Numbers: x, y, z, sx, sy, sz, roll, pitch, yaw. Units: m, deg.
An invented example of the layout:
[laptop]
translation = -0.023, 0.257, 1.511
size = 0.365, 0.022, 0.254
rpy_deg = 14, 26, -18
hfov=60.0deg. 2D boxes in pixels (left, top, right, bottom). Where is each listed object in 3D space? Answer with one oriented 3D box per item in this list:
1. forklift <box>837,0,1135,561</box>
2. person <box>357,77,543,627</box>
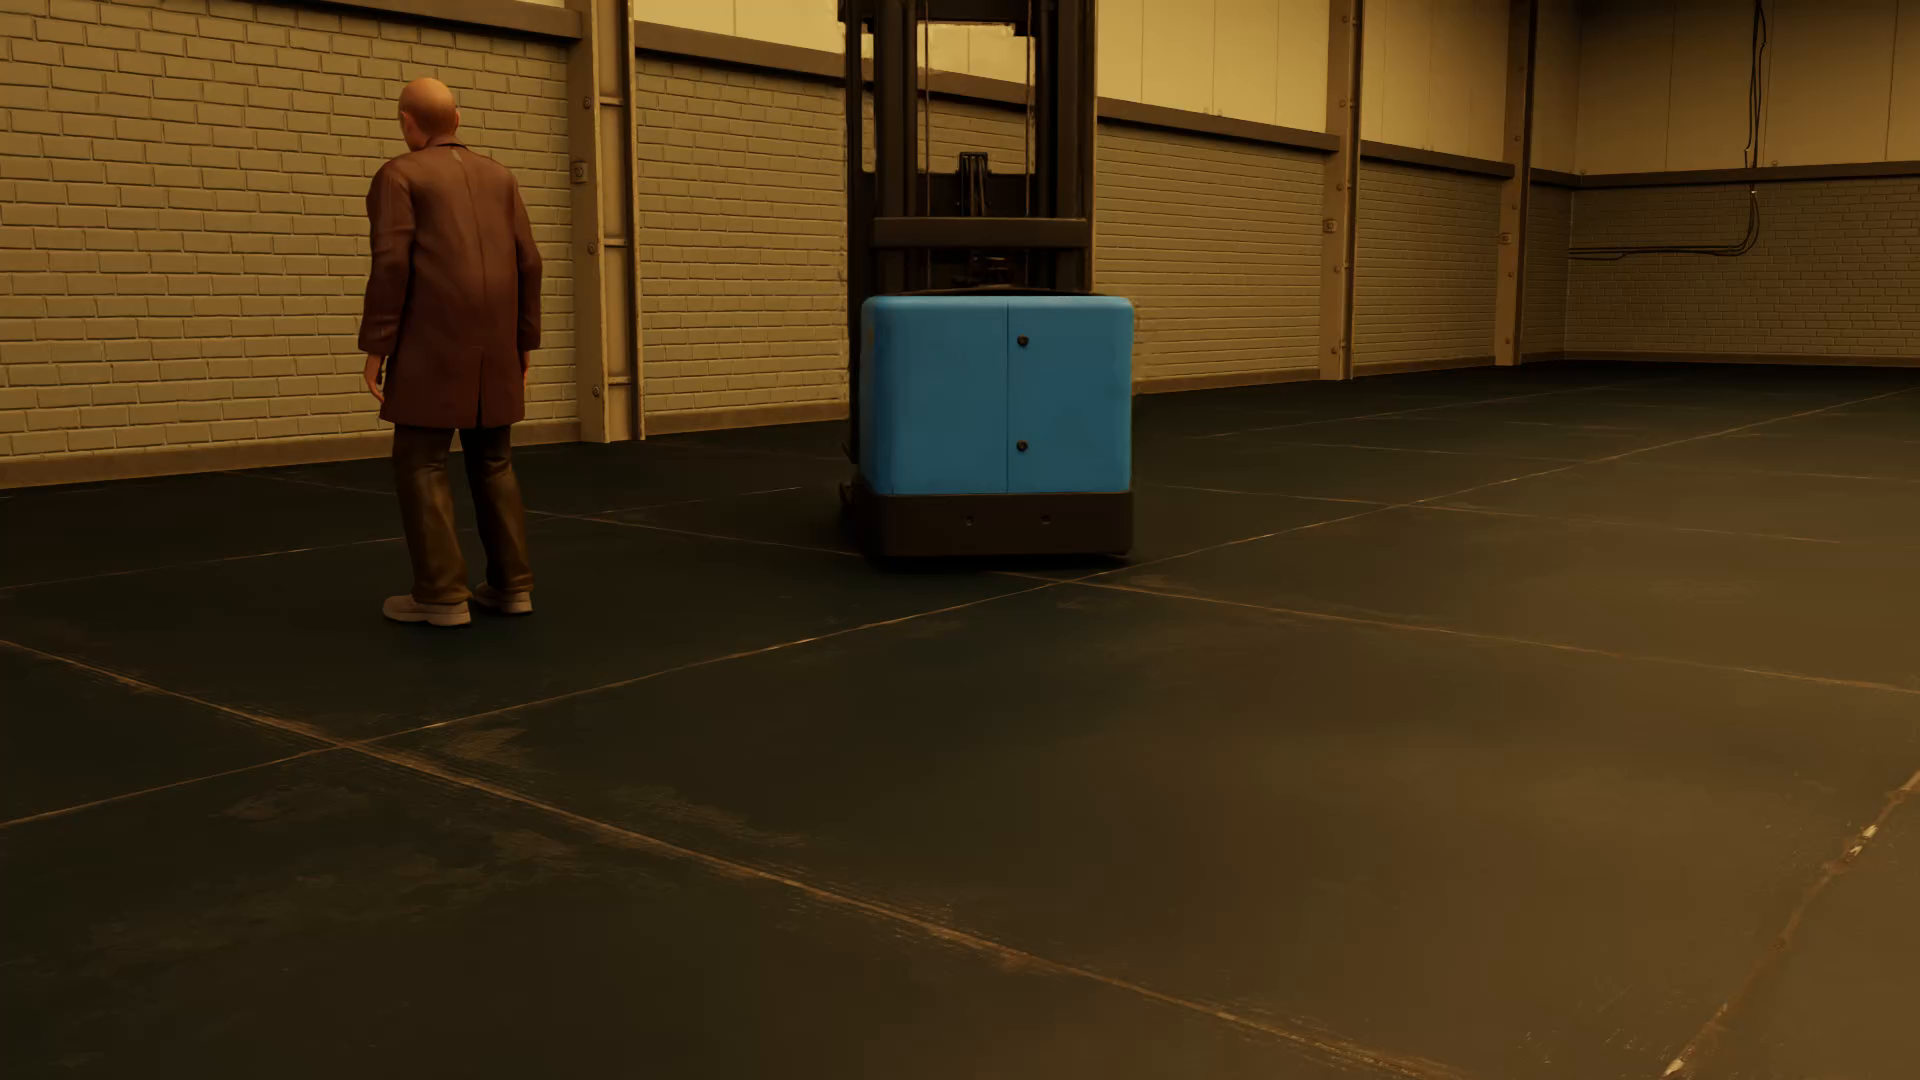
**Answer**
[forklift]
translation = 0.002, -1.539, 7.797
size = 1.130, 2.935, 3.031
rpy_deg = -1, 8, -7
[person]
translation = -1.684, -0.616, 5.494
size = 0.438, 1.772, 0.659
rpy_deg = 7, 11, 40
